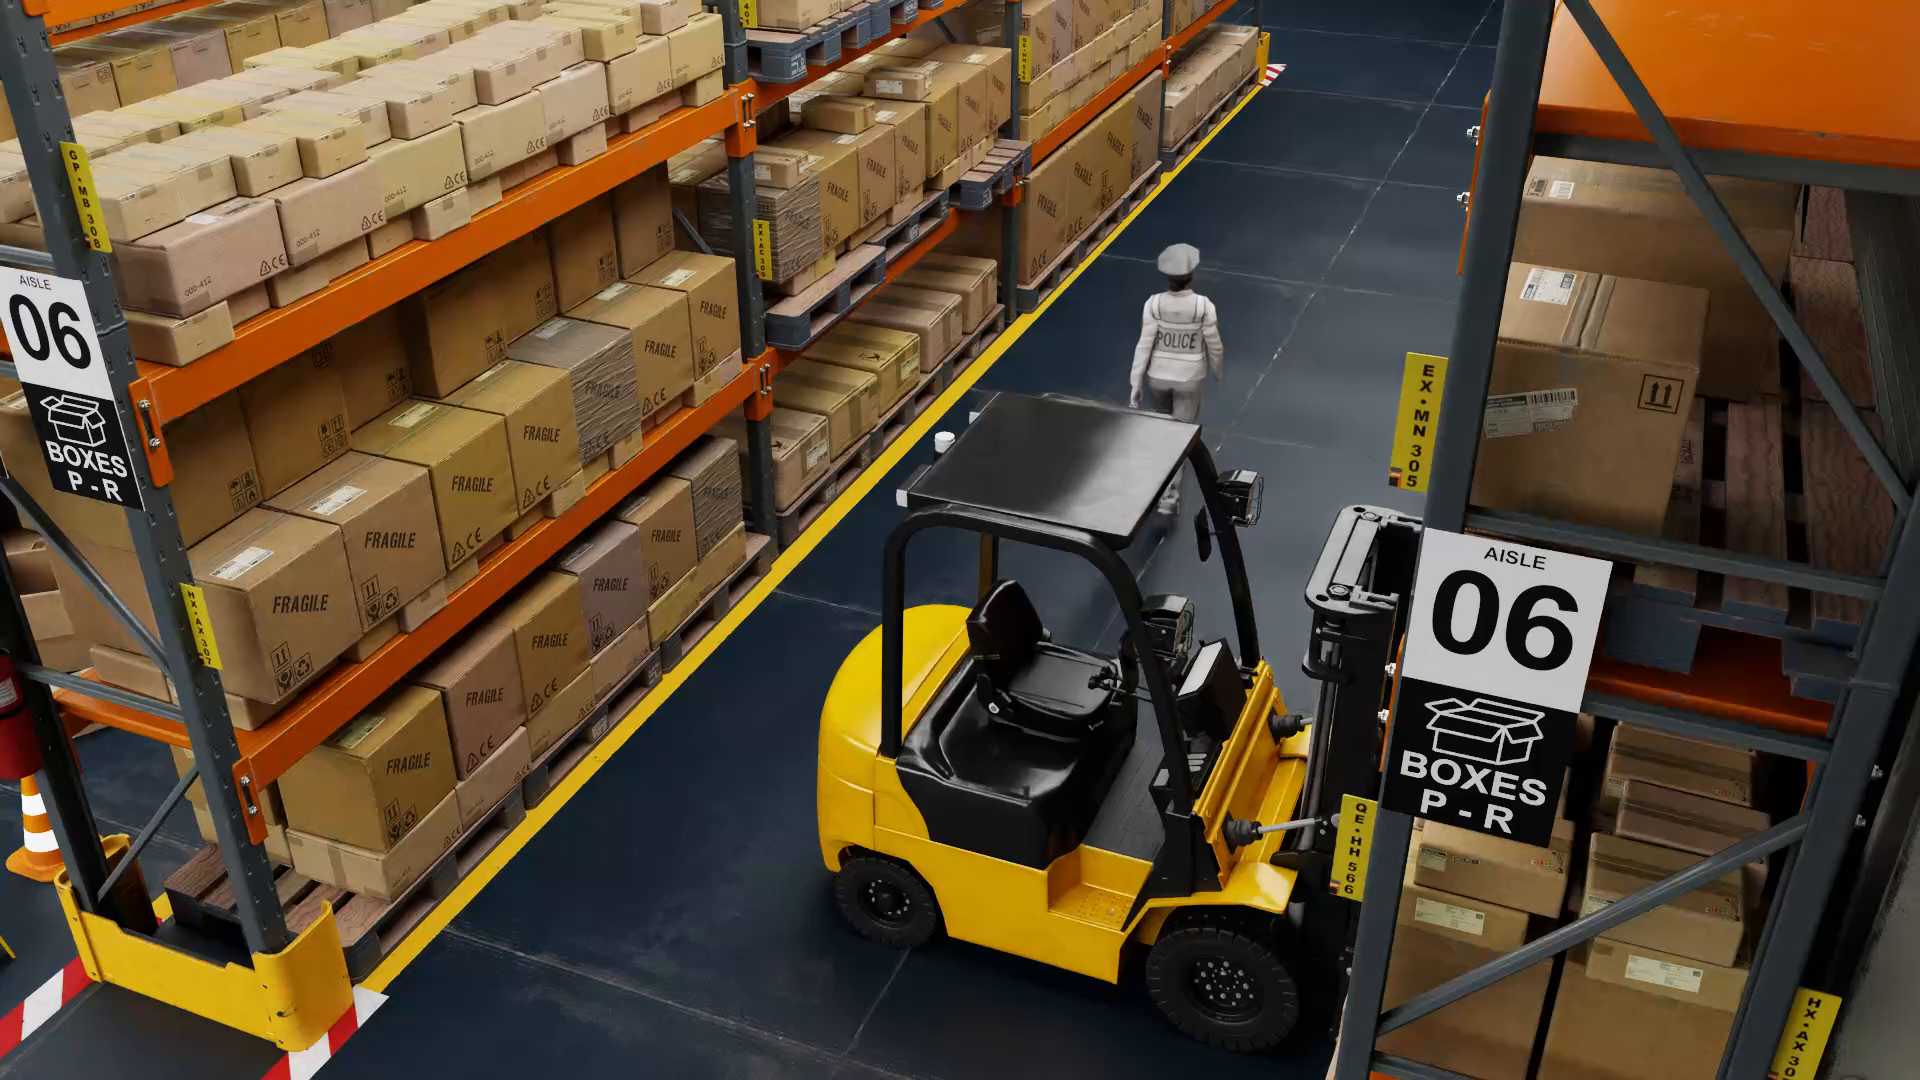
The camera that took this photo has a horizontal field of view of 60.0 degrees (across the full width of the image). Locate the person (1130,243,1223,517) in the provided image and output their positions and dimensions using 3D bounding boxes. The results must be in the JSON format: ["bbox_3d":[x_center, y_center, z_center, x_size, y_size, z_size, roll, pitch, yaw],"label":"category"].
[{"bbox_3d":[1.317,-0.996,10.100,0.519,1.635,1.038,9,31,15],"label":"person"}]
